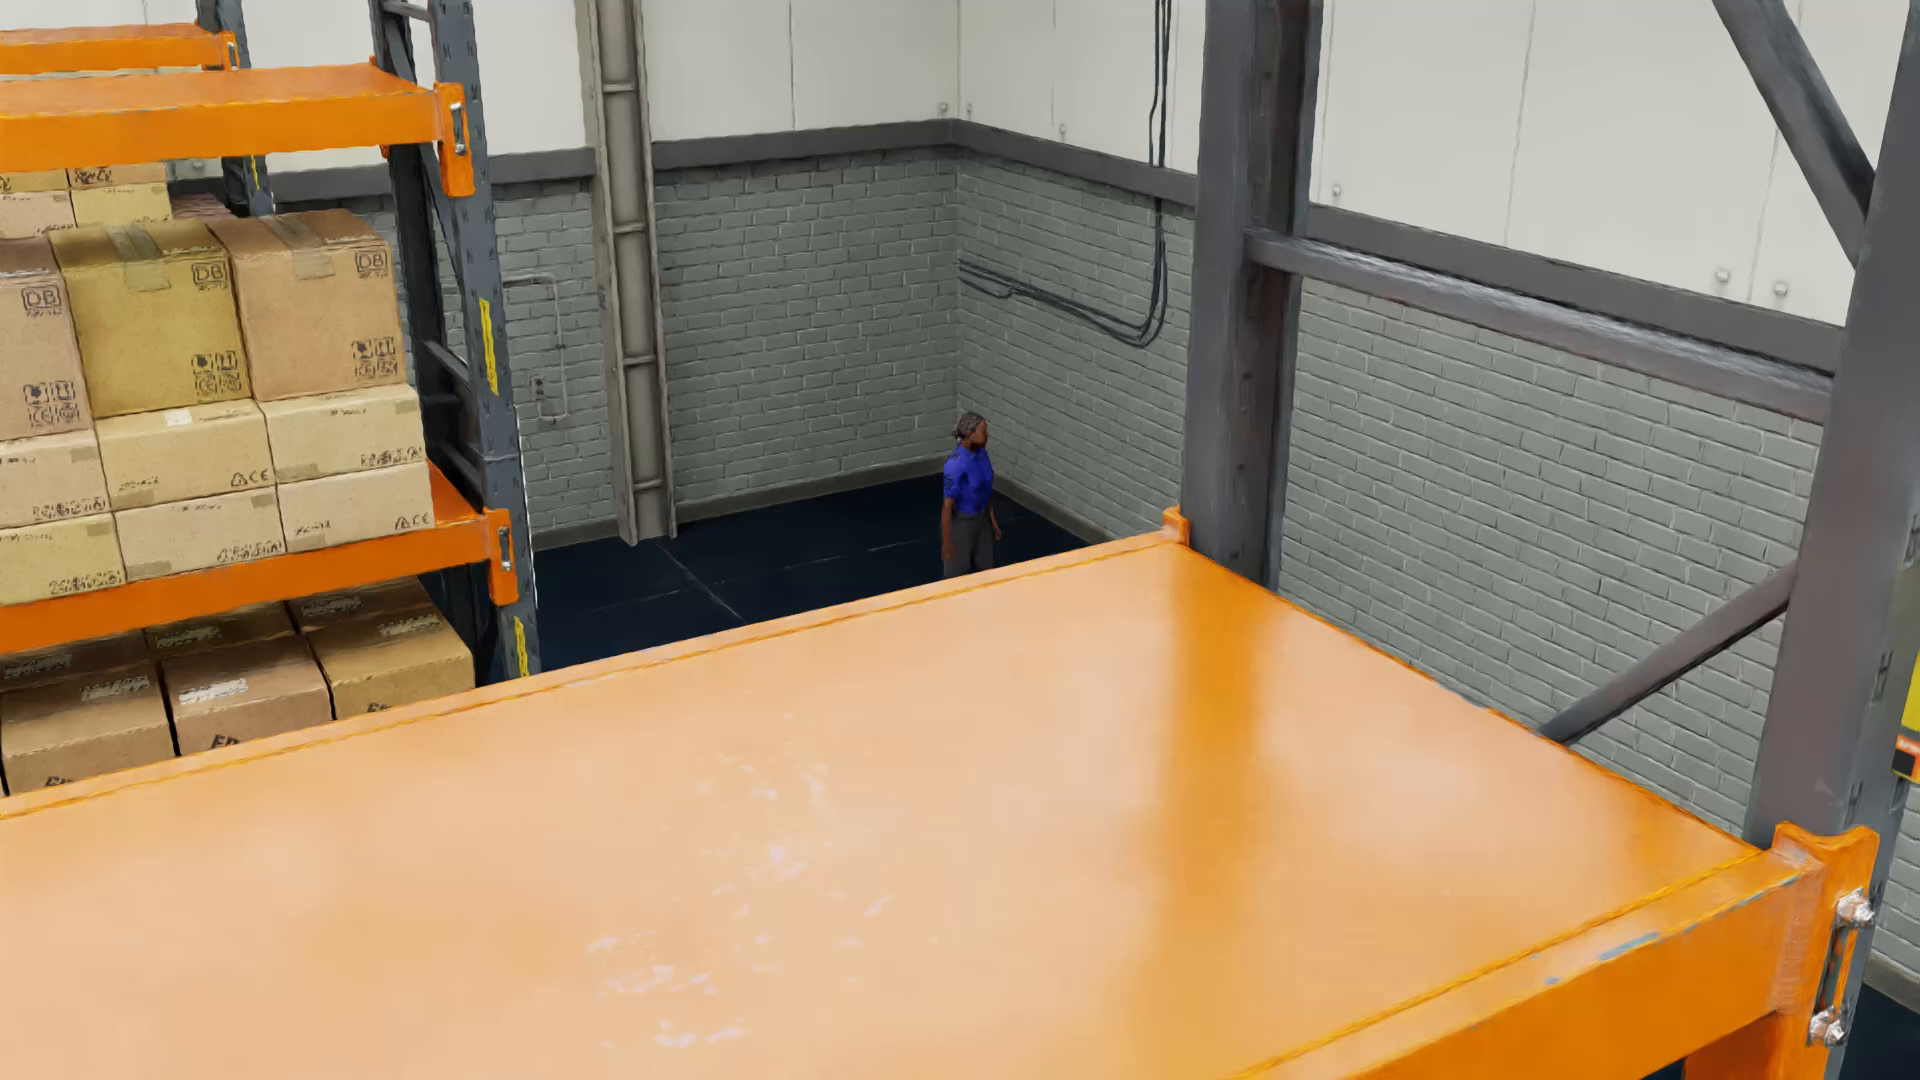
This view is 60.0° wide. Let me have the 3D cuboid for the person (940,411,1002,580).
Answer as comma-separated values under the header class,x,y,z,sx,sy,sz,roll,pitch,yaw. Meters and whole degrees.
class,x,y,z,sx,sy,sz,roll,pitch,yaw
person,0.105,-0.048,11.164,0.475,1.665,0.519,13,25,29
